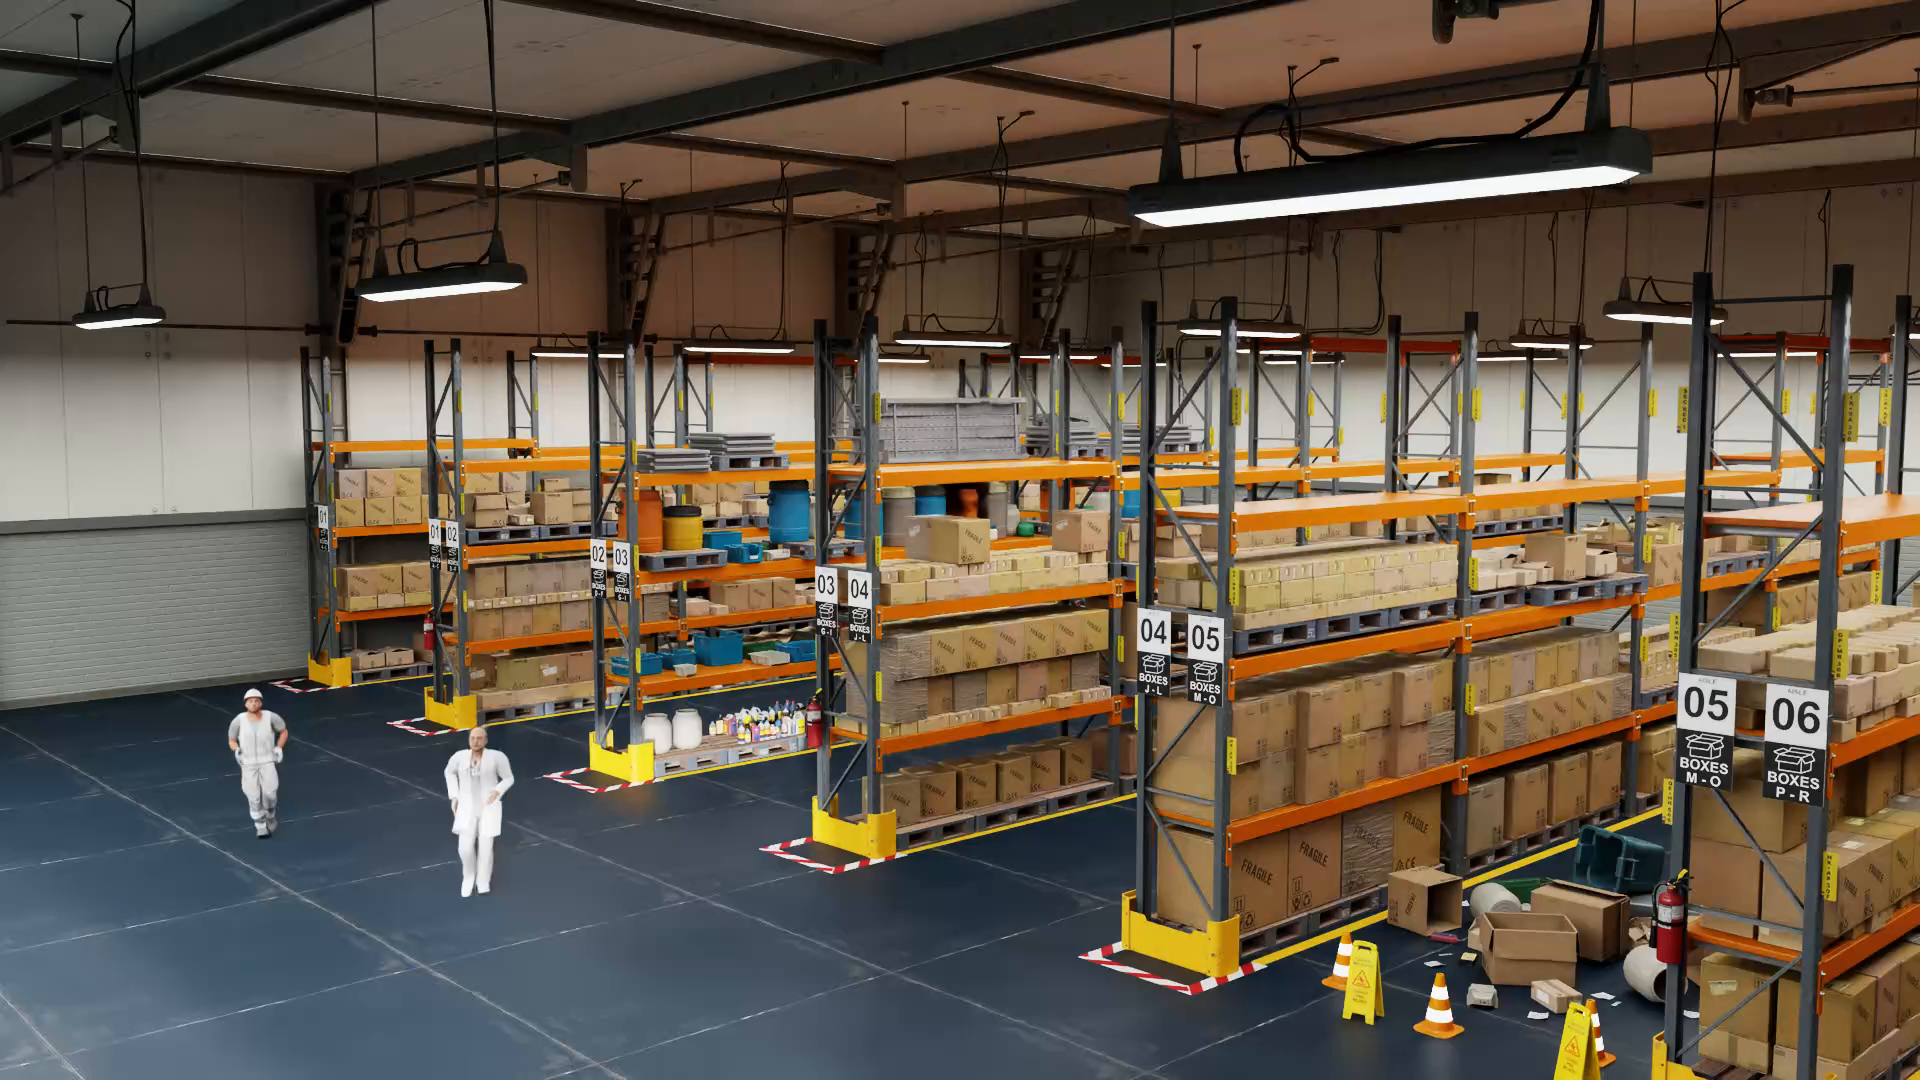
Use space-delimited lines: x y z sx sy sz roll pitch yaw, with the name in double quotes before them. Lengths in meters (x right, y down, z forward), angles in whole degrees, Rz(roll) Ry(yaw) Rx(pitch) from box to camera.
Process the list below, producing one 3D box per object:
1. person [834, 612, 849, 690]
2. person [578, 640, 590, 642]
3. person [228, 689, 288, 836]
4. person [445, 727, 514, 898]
"person" -1.721 1.565 27.538 0.662 1.803 0.886 5 7 42
"person" -6.578 1.742 29.450 0.627 1.696 0.656 -5 7 -44
"person" -8.114 2.591 19.227 0.628 1.740 0.574 -2 5 -19
"person" -4.925 2.826 17.033 0.709 1.703 0.714 -1 5 -10
